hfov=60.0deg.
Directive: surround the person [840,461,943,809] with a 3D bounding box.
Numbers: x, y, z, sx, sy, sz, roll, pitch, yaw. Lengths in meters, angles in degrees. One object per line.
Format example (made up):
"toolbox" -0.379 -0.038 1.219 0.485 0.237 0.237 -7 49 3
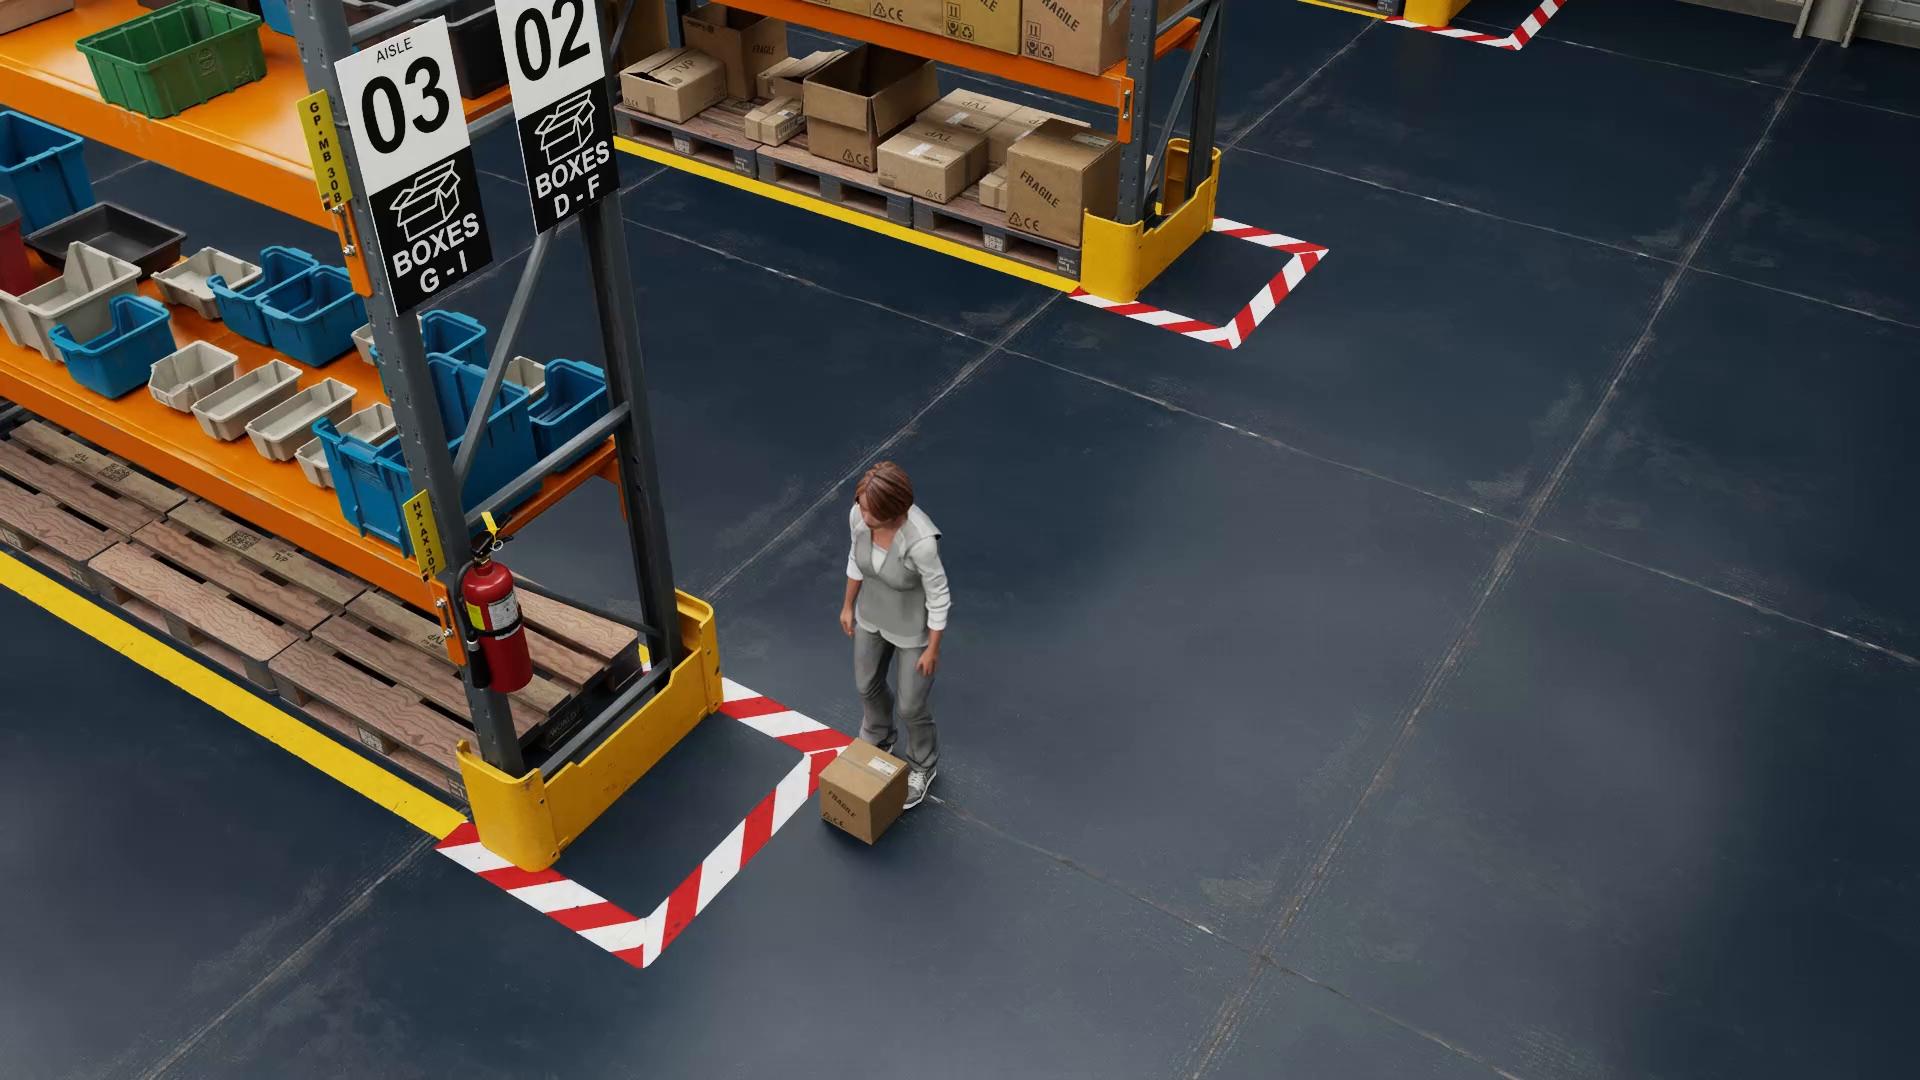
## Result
"person" -0.253 0.345 6.269 0.453 1.582 0.314 25 45 28
